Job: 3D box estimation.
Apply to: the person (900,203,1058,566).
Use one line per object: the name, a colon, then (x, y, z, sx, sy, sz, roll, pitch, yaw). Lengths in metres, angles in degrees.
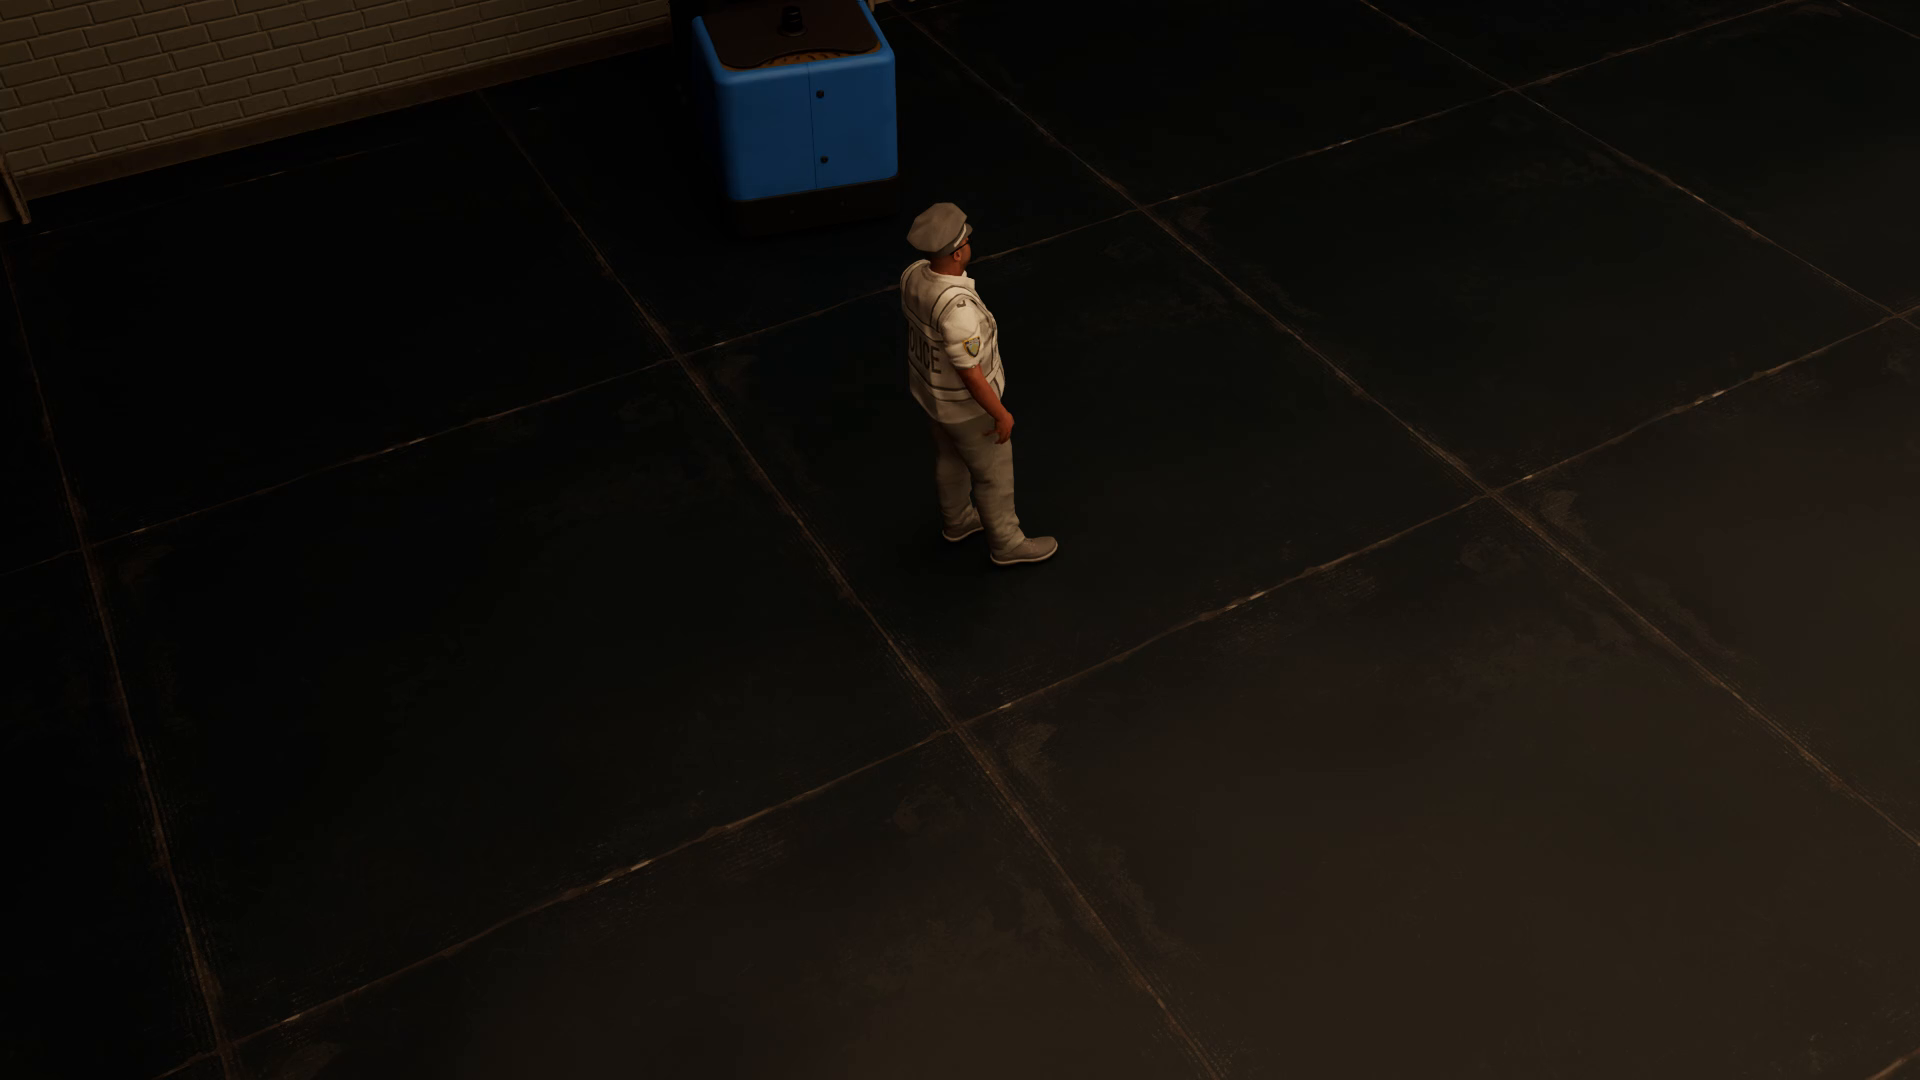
person: (0.074, -0.679, 7.263, 0.574, 1.780, 0.641, -21, 47, -21)

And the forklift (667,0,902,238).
forklift: (-1.254, -3.842, 9.841, 1.130, 2.935, 3.031, -11, 44, -12)
